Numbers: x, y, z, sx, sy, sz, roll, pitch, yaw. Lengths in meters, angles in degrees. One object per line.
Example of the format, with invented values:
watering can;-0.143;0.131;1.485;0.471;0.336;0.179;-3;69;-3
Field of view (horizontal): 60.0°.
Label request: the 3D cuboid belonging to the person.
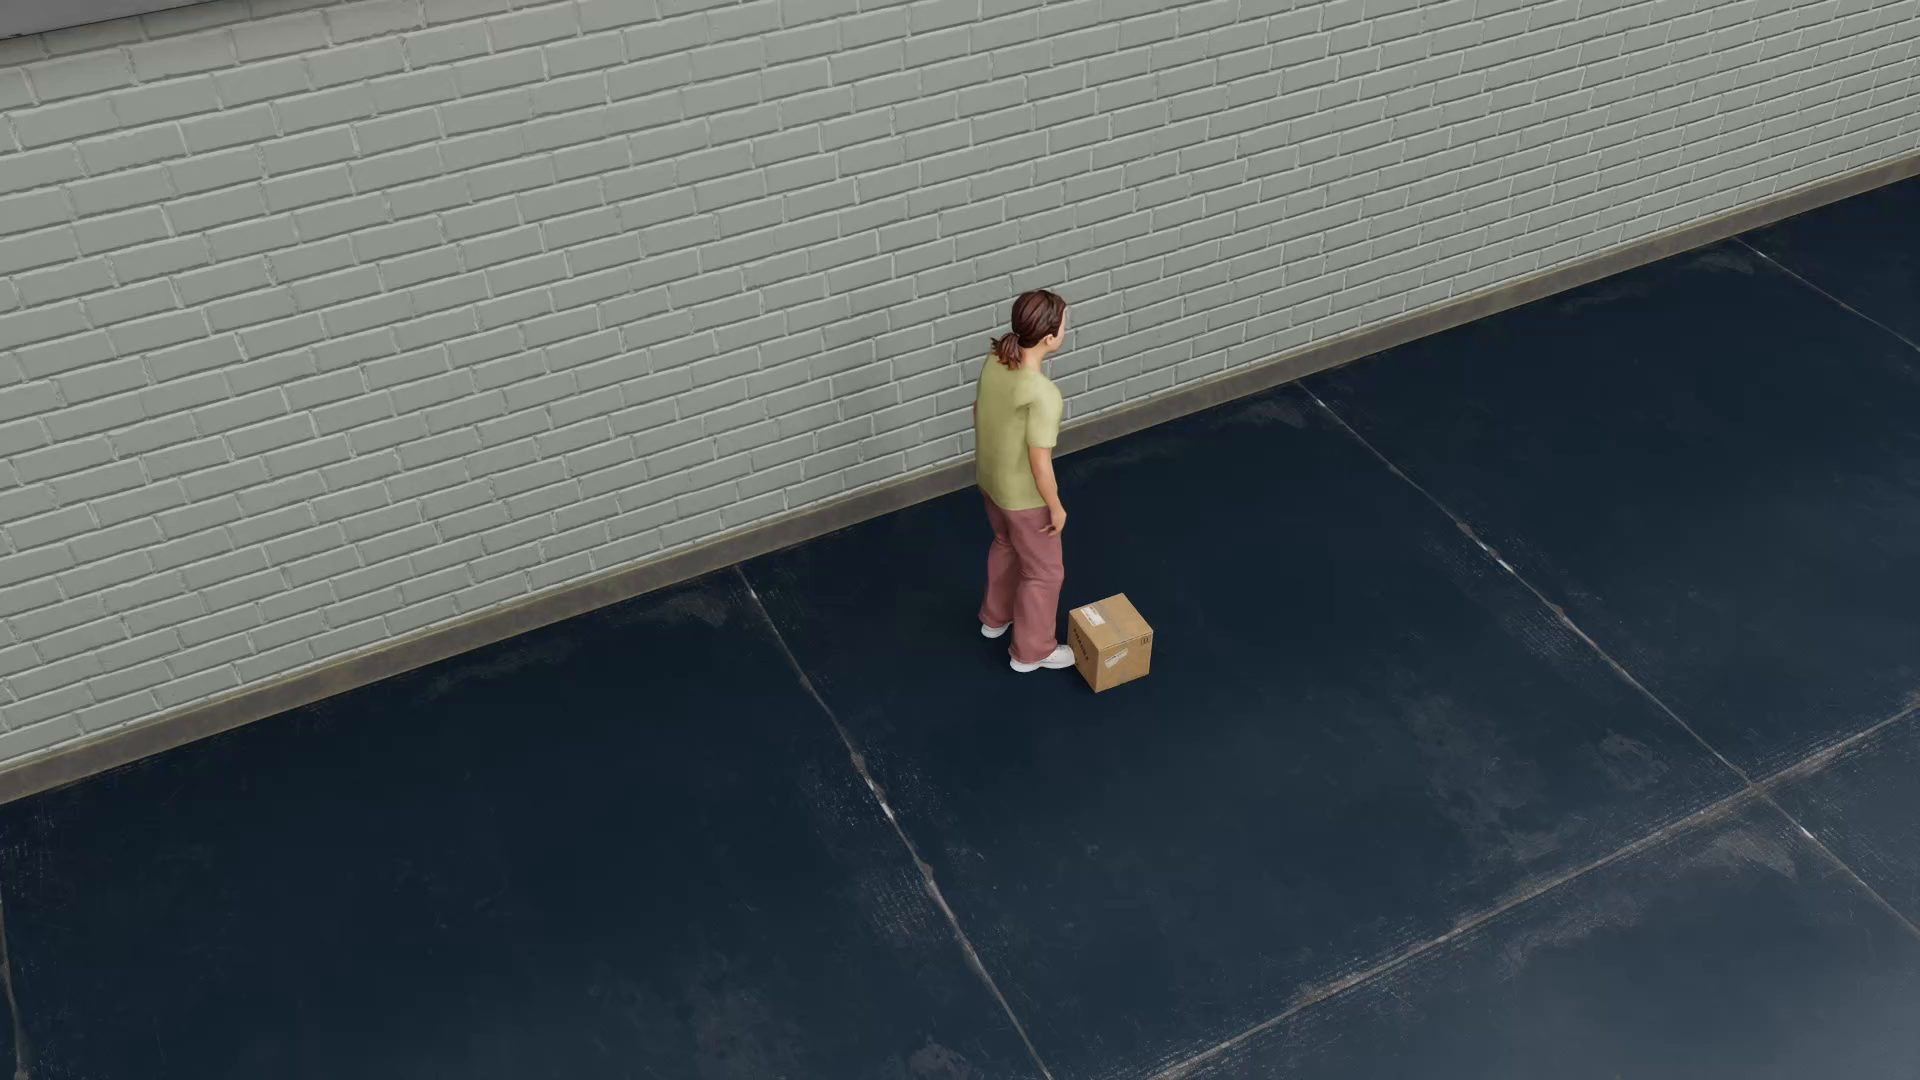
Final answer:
person;0.249;-0.216;6.405;0.359;1.672;0.500;-21;46;-22
